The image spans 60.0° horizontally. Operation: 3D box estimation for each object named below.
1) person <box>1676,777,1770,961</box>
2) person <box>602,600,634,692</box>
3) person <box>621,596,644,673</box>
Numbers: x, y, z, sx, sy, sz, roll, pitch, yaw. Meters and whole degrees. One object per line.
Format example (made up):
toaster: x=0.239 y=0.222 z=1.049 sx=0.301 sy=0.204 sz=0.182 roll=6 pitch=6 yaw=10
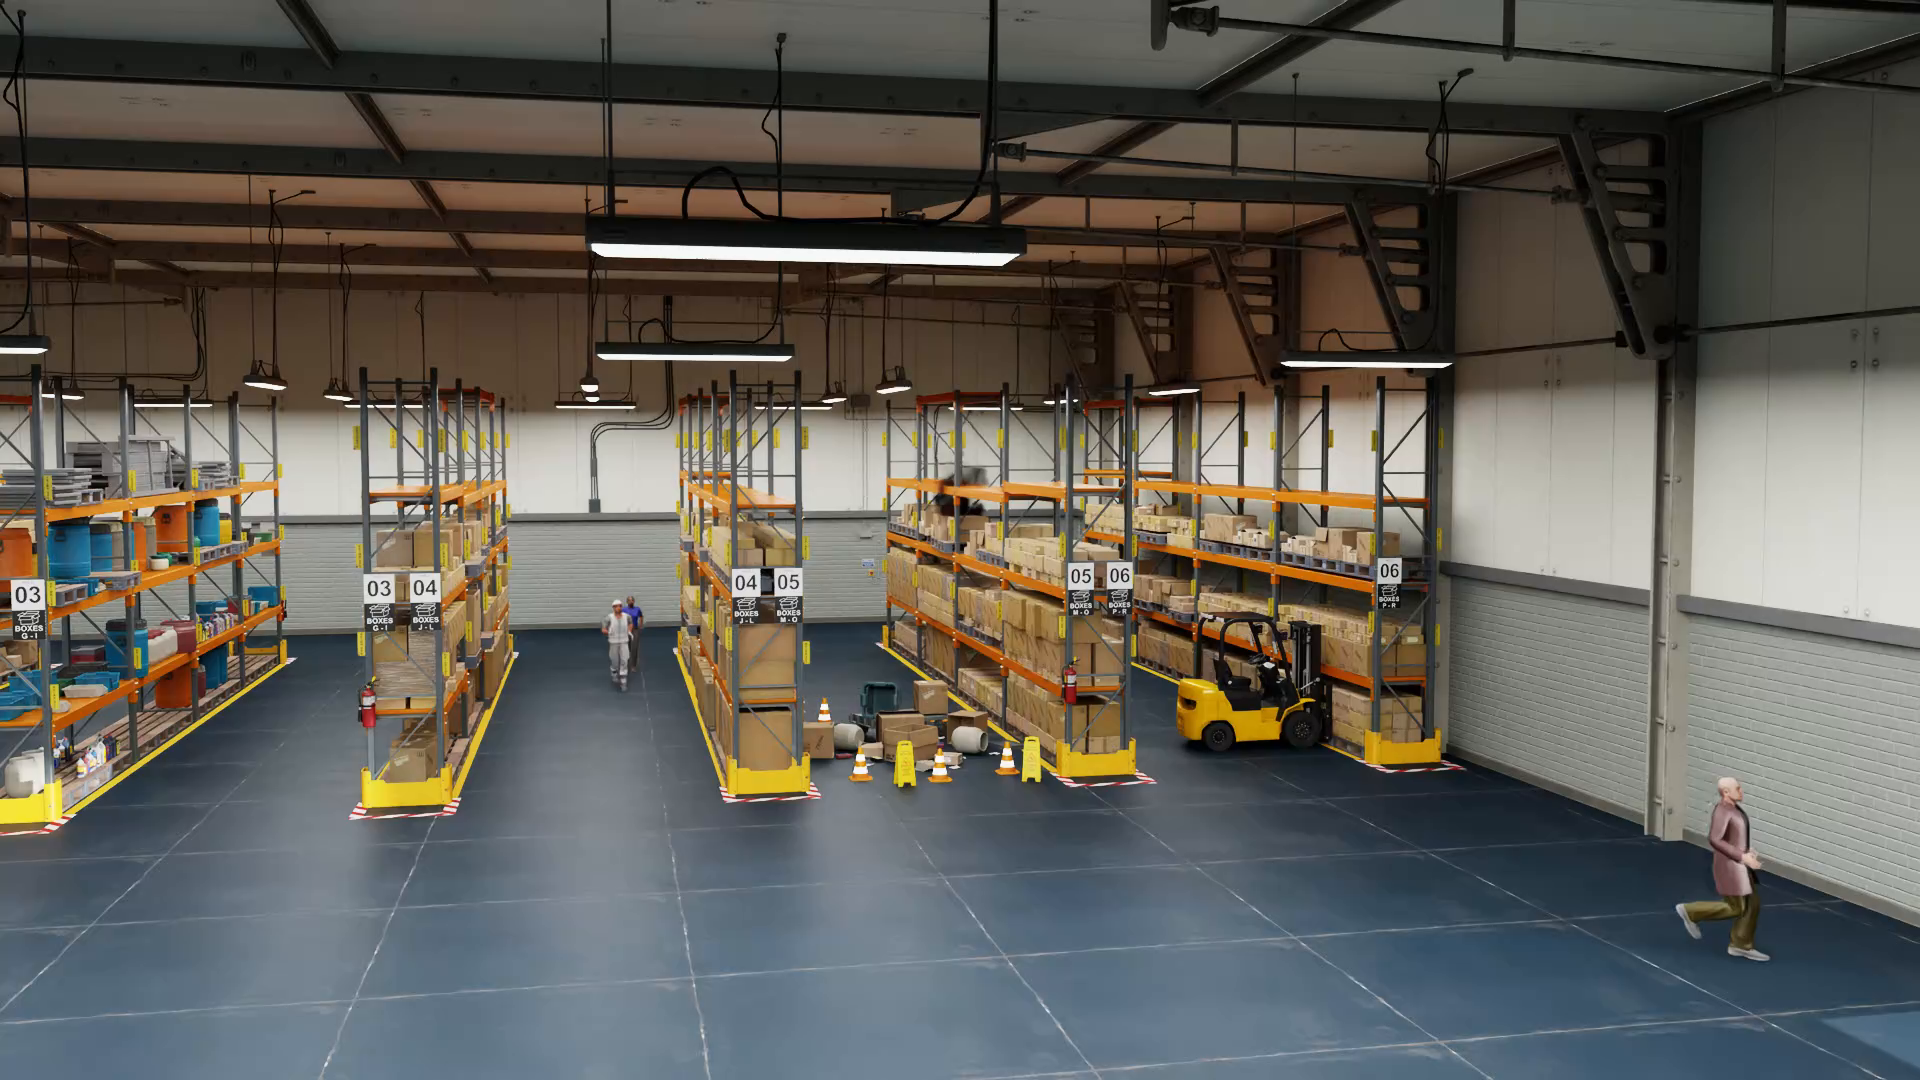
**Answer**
person: x=7.450 y=3.173 z=16.179 sx=0.838 sy=1.752 sz=0.712 roll=2 pitch=4 yaw=36
person: x=-6.884 y=2.098 z=33.502 sx=0.653 sy=1.799 sz=0.987 roll=-1 pitch=4 yaw=-19
person: x=-7.181 y=2.032 z=36.284 sx=0.581 sy=1.649 sz=0.876 roll=-1 pitch=4 yaw=-17
